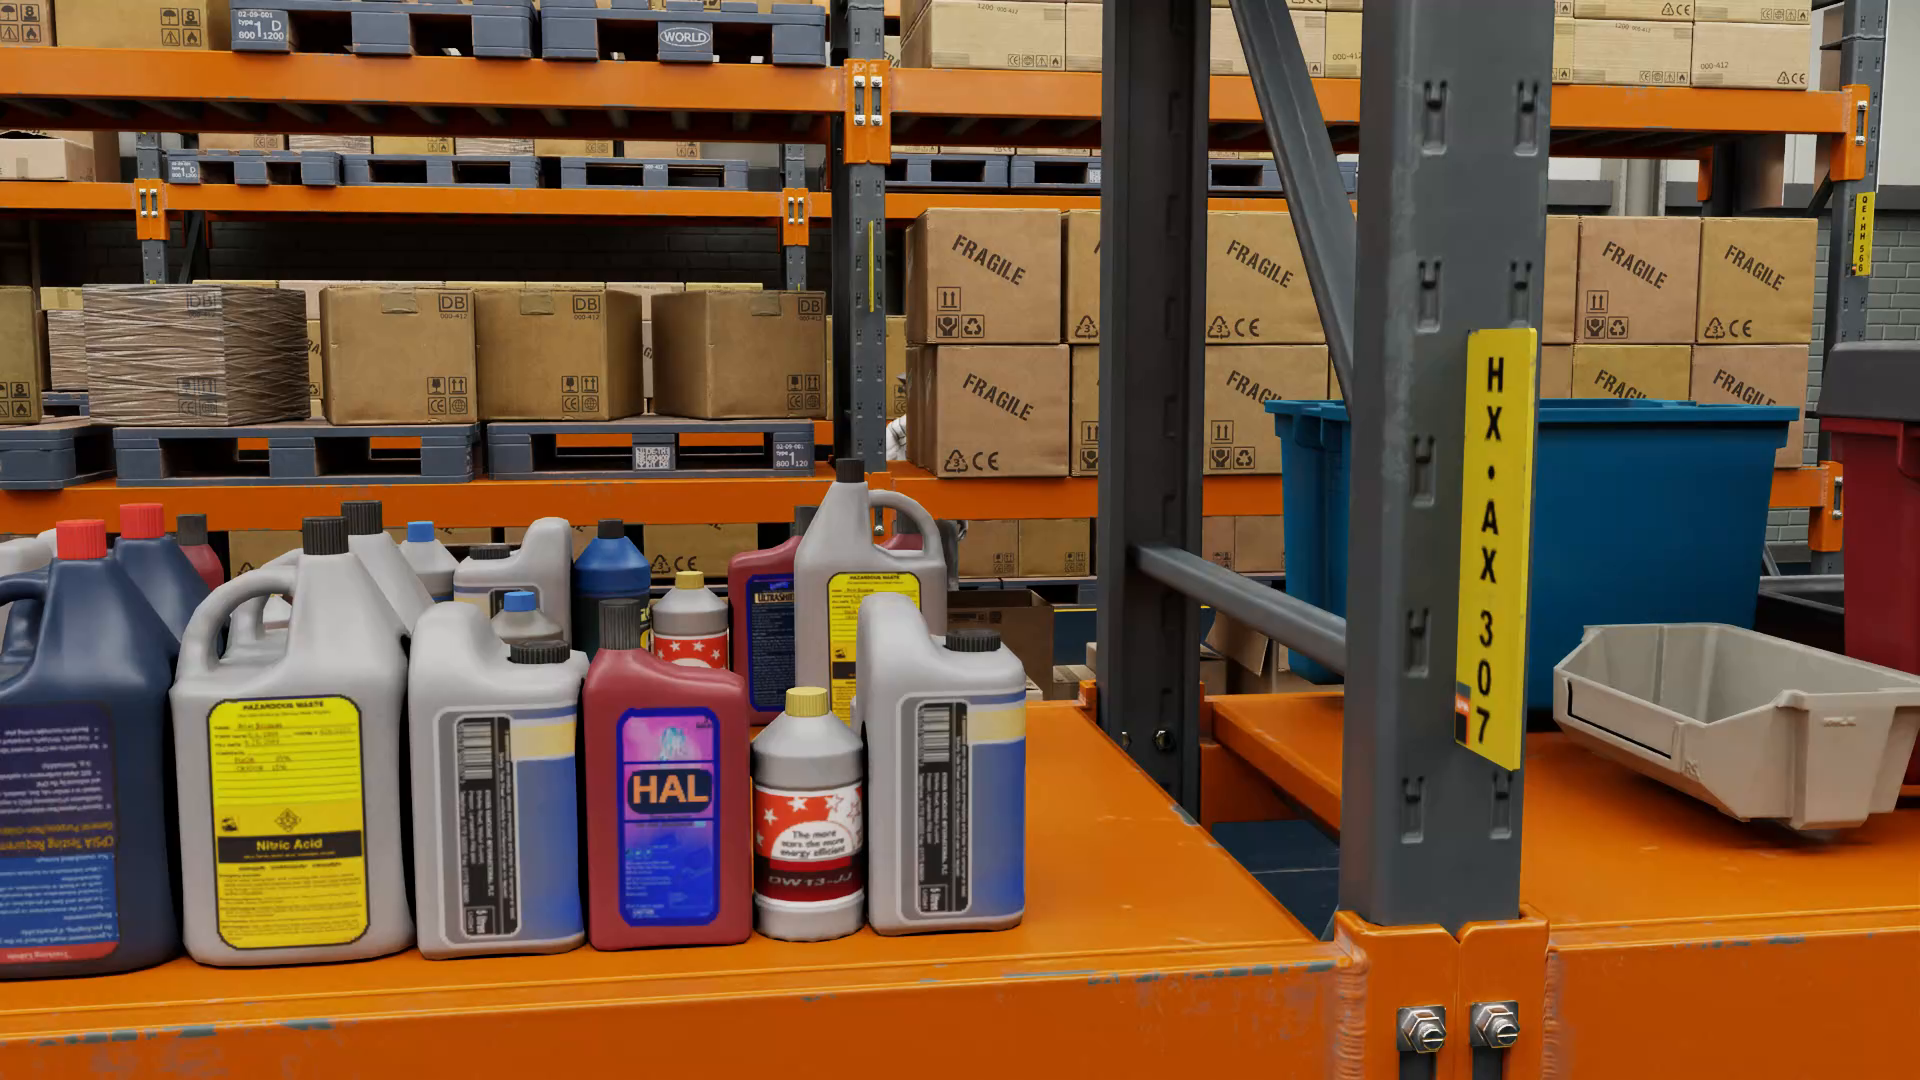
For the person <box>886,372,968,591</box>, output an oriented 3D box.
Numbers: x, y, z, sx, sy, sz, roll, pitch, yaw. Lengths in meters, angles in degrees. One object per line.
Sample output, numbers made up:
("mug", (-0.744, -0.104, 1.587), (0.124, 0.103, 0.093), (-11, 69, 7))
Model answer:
("person", (-0.201, -0.119, 9.357), (0.527, 1.662, 0.372), (-1, 7, -10))
